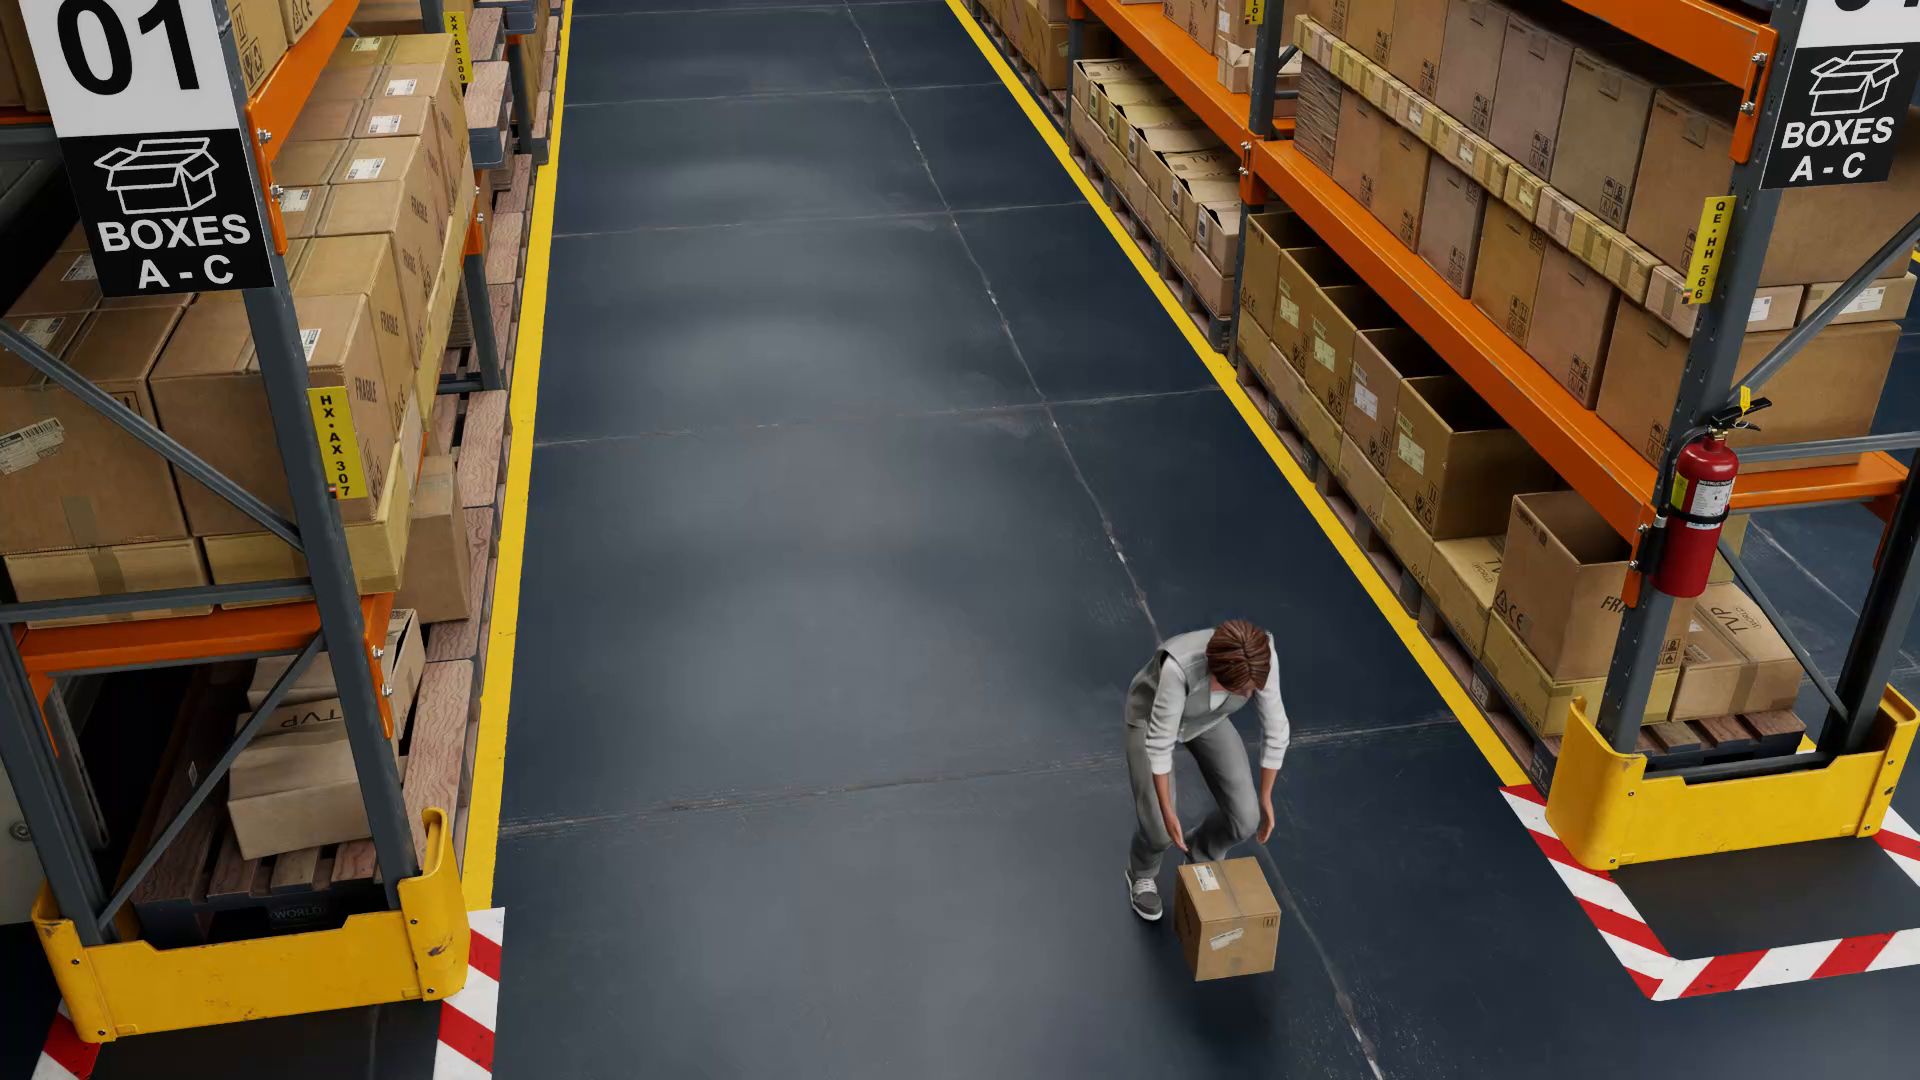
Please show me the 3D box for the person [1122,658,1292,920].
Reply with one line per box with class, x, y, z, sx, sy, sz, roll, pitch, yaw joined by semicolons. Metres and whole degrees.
person;0.781;0.748;5.353;0.464;1.136;0.729;-5;32;-9
